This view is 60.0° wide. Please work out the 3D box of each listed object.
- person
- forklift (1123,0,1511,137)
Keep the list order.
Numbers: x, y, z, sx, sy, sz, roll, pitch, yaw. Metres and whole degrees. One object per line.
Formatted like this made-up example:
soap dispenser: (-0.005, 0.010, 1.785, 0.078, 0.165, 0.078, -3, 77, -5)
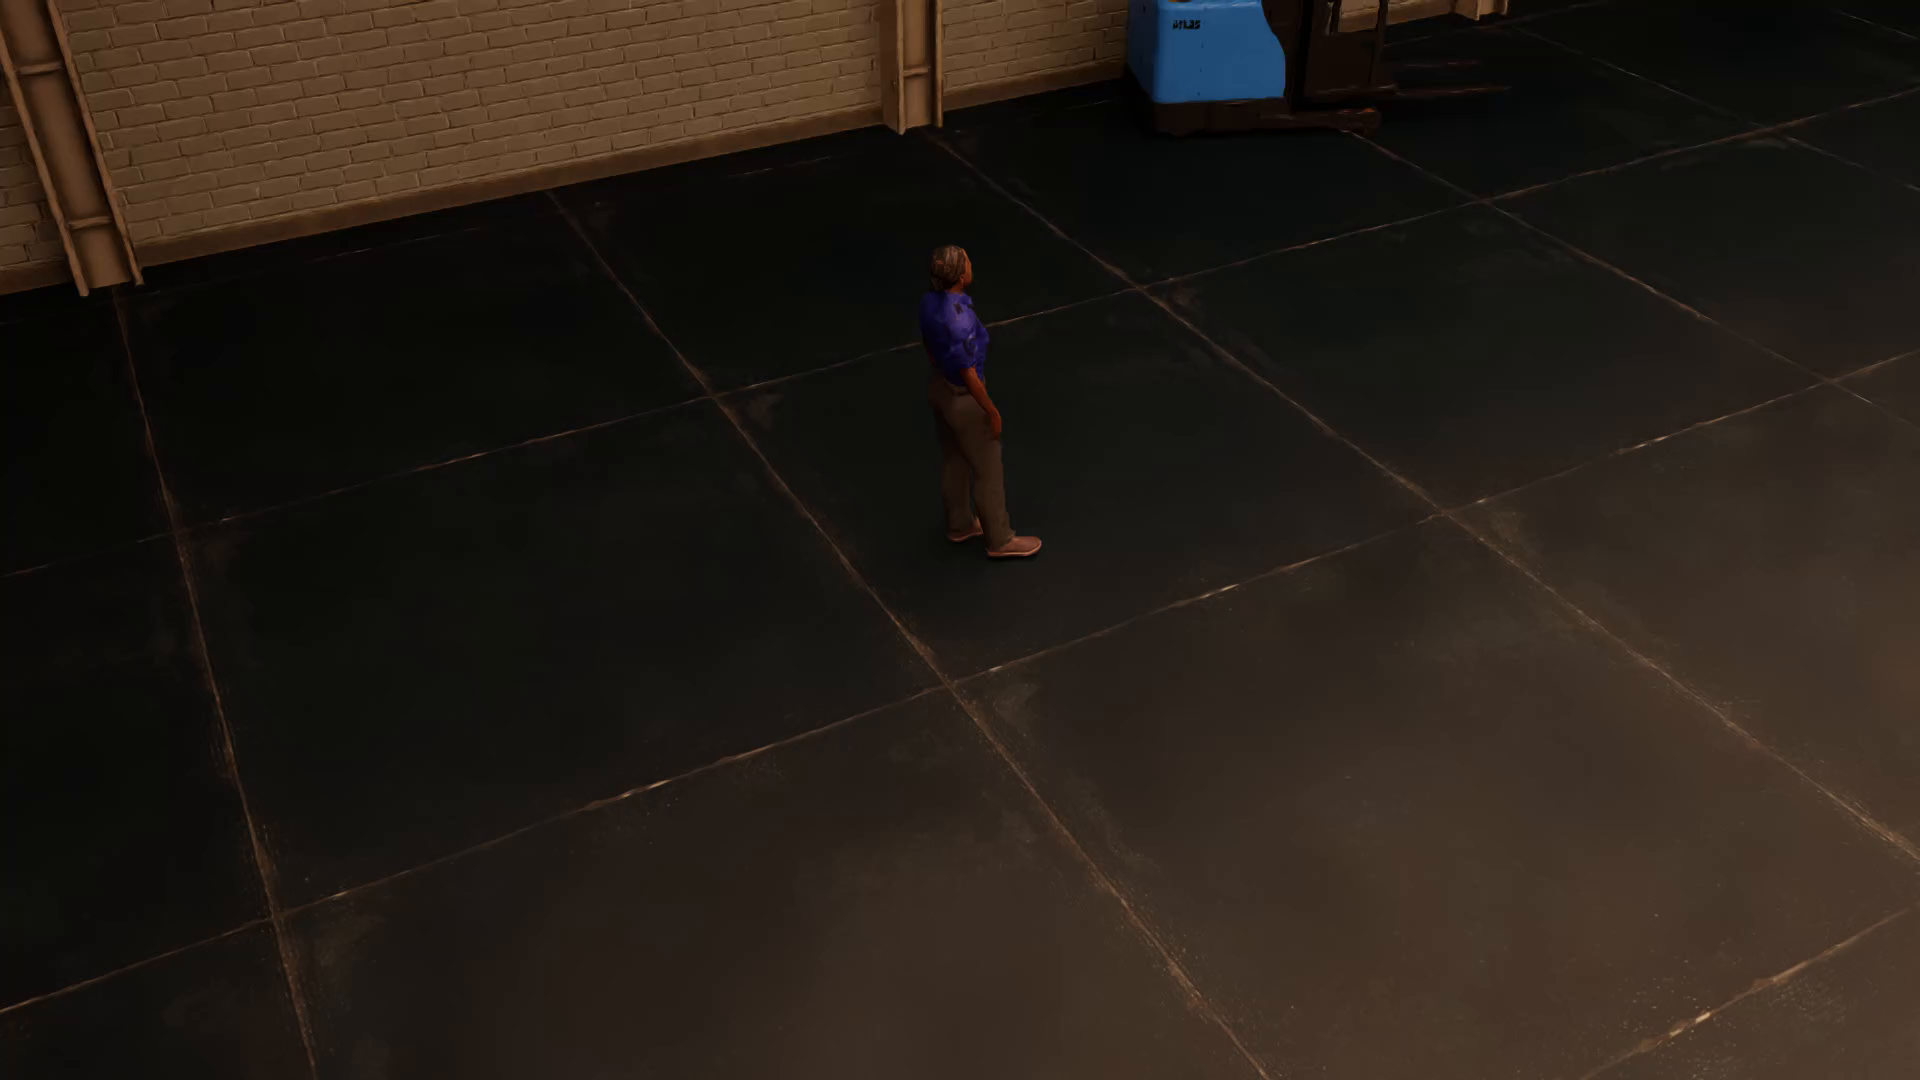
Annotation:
person: (0.087, -0.695, 8.200, 0.503, 1.654, 0.570, -17, 39, -23)
forklift: (2.916, -4.749, 12.842, 3.031, 2.935, 1.130, -5, 36, -7)
